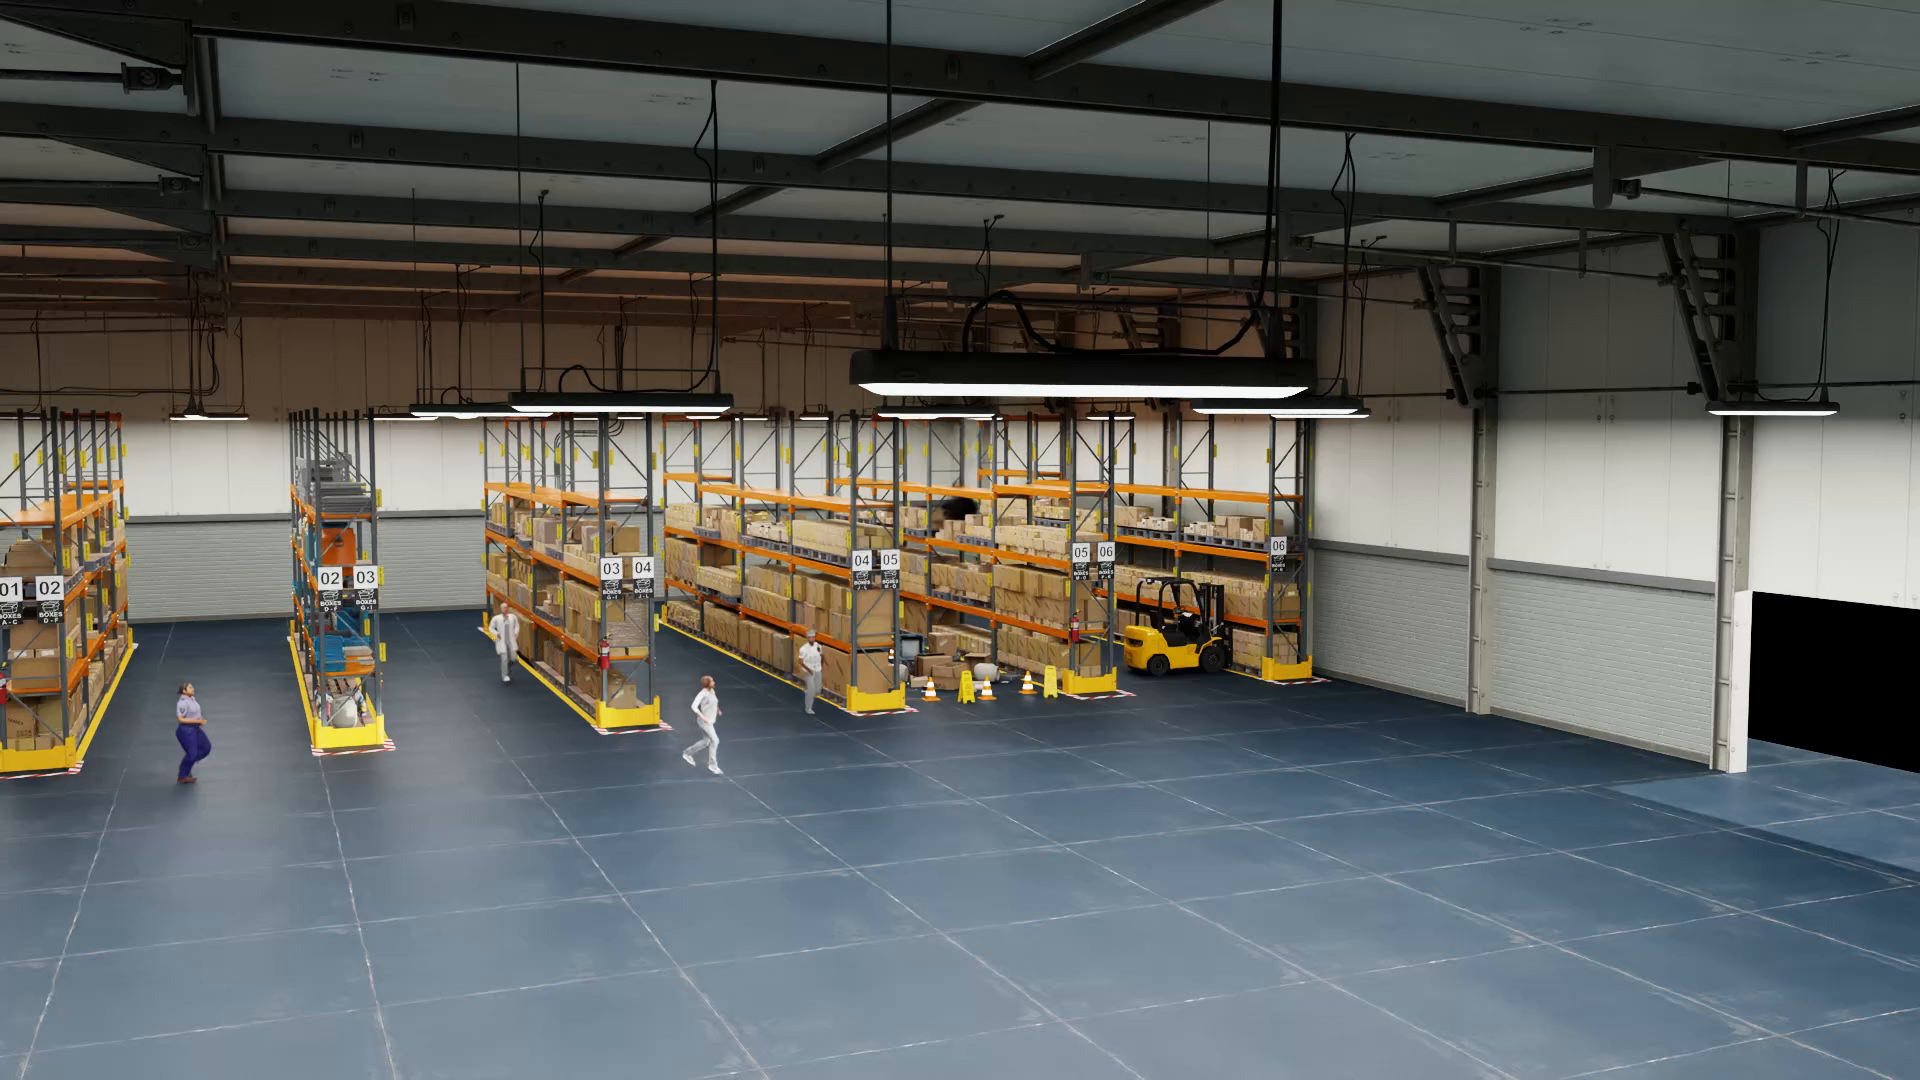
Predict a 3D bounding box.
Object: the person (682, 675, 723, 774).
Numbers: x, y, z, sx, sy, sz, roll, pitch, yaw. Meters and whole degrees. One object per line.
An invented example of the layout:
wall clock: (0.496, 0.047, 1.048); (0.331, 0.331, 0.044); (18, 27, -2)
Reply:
person: (-4.222, 3.021, 27.310); (0.717, 1.628, 0.564); (1, 4, 13)

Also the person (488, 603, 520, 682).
person: (-10.081, 2.270, 36.909); (0.705, 1.727, 0.646); (-2, 5, -29)

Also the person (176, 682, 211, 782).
person: (-12.228, 3.063, 26.534); (0.546, 1.589, 0.593); (0, 4, -4)

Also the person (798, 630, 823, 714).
person: (-2.949, 2.604, 32.962); (0.581, 1.663, 0.634); (-2, 5, -32)
